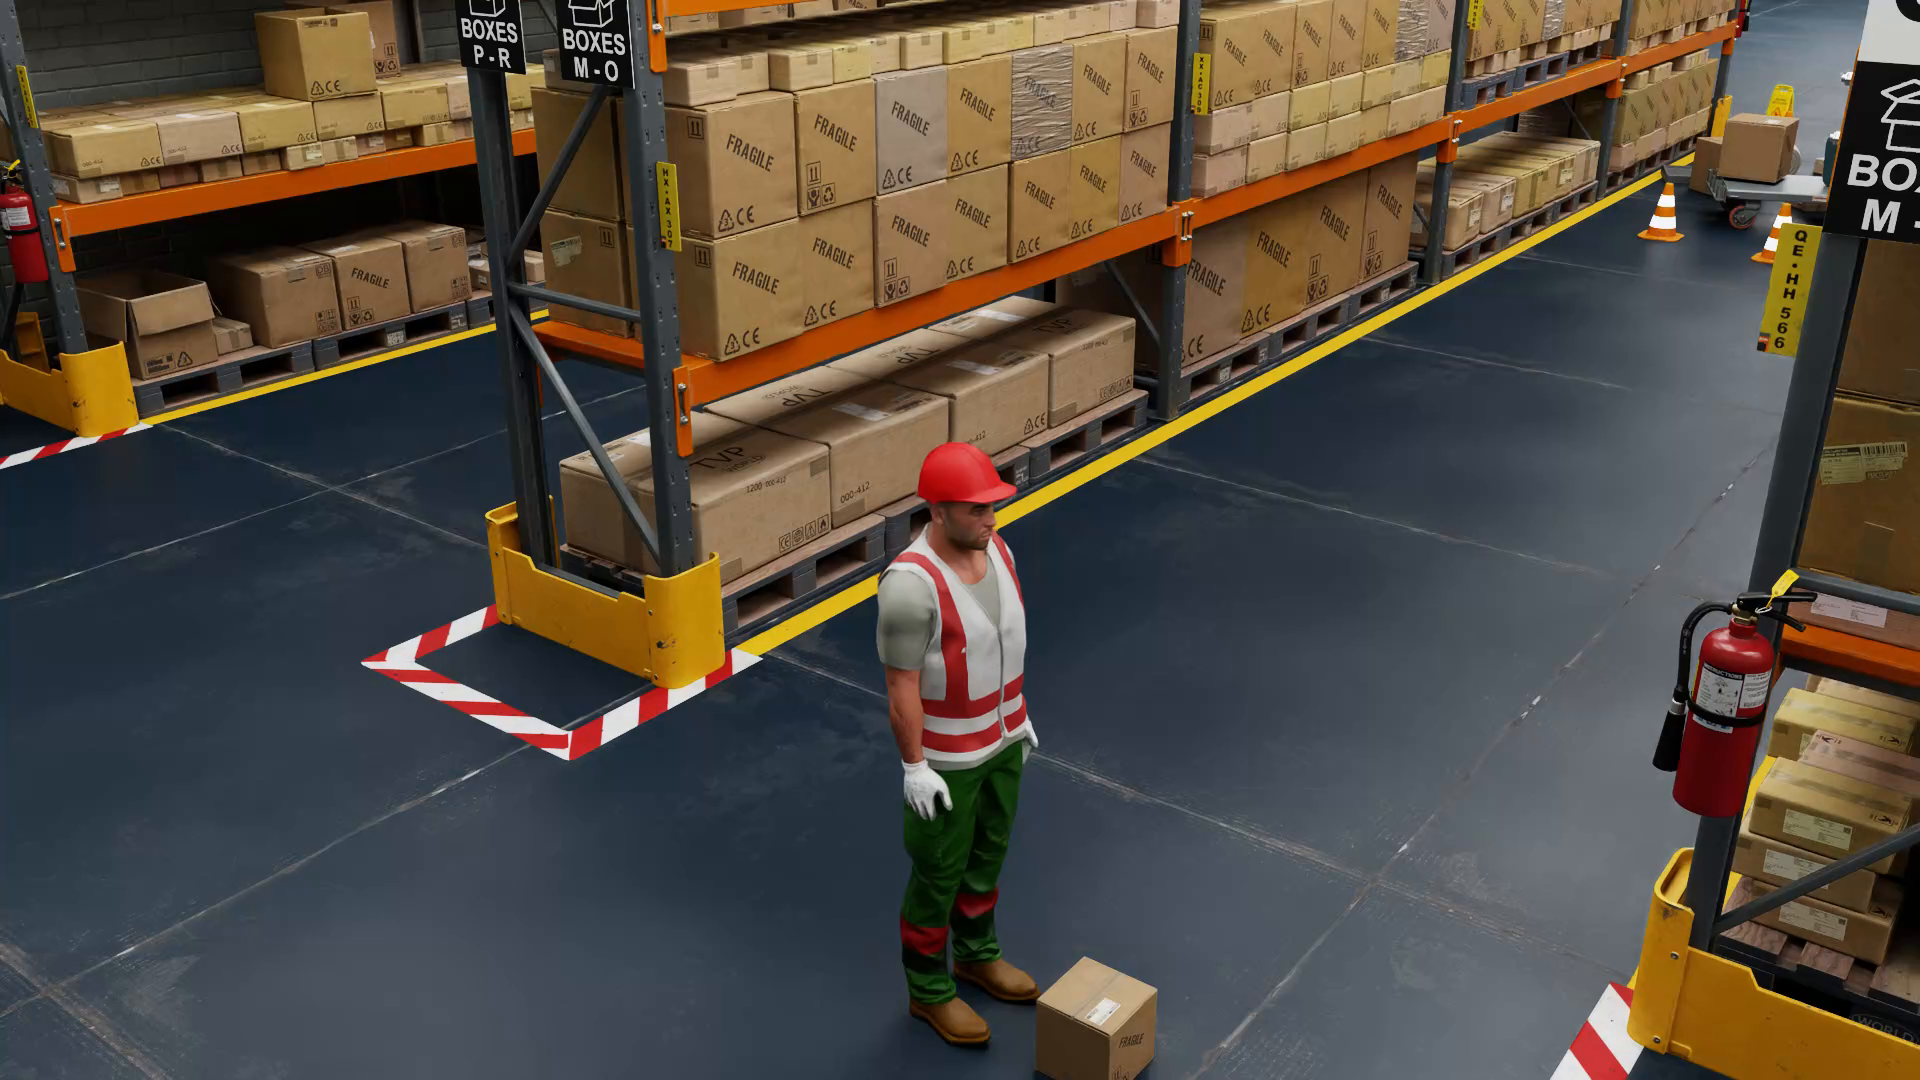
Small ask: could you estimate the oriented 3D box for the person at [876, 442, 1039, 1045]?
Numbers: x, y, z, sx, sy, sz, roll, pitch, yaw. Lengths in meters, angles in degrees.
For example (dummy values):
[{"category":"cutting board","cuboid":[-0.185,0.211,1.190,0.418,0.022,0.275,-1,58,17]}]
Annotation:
[{"category":"person","cuboid":[0.019,0.577,4.718,0.367,1.792,0.529,17,29,35]}]
